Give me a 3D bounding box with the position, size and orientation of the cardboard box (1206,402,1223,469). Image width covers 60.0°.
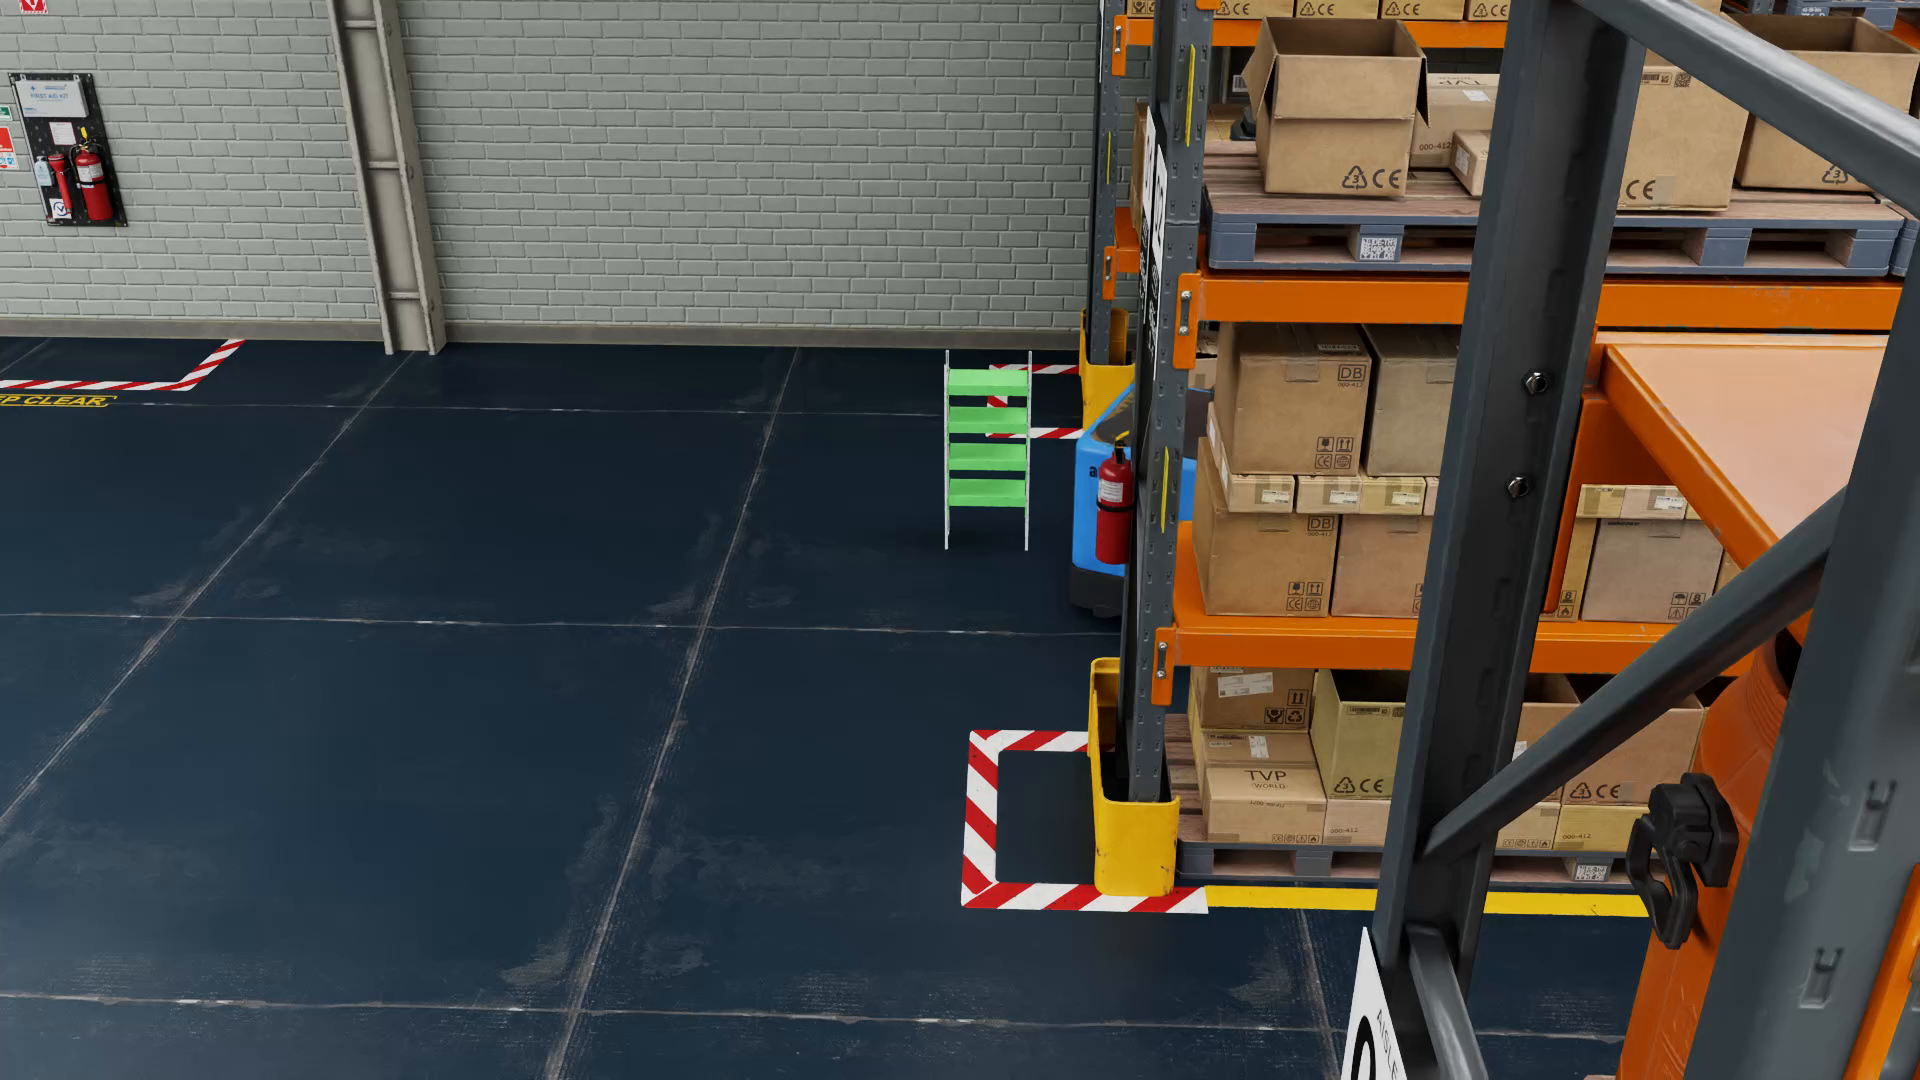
[{"bbox_3d":[1.202,-0.448,7.094,0.250,0.149,0.380,0,28,1],"label":"cardboard box"}]

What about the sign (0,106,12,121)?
[{"bbox_3d":[-7.295,-3.208,12.494,0.331,0.109,0.001,1,28,2],"label":"sign"}]

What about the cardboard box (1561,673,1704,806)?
[{"bbox_3d":[2.840,0.802,7.220,0.500,0.500,0.500,1,28,2],"label":"cardboard box"}]

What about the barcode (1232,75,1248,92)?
[{"bbox_3d":[1.132,-1.837,6.691,0.075,0.075,0.001,1,28,2],"label":"barcode"}]

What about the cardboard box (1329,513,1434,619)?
[{"bbox_3d":[1.804,-0.059,7.051,0.500,0.500,0.700,2,28,3],"label":"cardboard box"}]

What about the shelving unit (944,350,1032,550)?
[{"bbox_3d":[0.165,-0.527,9.964,0.503,1.200,0.258,1,28,2],"label":"shelving unit"}]

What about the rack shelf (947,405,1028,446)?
[{"bbox_3d":[0.165,-0.683,9.881,0.480,0.148,0.258,1,28,2],"label":"rack shelf"}]

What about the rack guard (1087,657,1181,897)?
[{"bbox_3d":[0.789,1.069,7.699,0.348,0.500,1.175,1,28,2],"label":"rack guard"}]

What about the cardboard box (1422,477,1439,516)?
[{"bbox_3d":[1.963,-0.245,6.710,0.250,0.149,0.380,1,28,1],"label":"cardboard box"}]

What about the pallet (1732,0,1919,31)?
[{"bbox_3d":[5.595,-3.469,10.590,1.003,0.211,1.213,1,28,2],"label":"pallet"}]

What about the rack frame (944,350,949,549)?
[{"bbox_3d":[-0.078,-0.531,9.971,0.015,1.200,0.240,1,28,2],"label":"rack frame"}]

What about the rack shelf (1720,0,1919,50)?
[{"bbox_3d":[6.981,-3.262,10.766,4.000,0.370,1.077,1,28,2],"label":"rack shelf"}]

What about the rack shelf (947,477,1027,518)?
[{"bbox_3d":[0.165,-0.259,10.106,0.480,0.148,0.258,1,28,2],"label":"rack shelf"}]

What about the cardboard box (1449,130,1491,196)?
[{"bbox_3d":[1.983,-1.394,6.145,0.250,0.149,0.380,1,28,2],"label":"cardboard box"}]

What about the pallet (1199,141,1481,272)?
[{"bbox_3d":[1.519,-1.297,6.386,1.213,0.211,1.003,1,28,2],"label":"pallet"}]

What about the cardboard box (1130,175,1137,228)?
[{"bbox_3d":[1.458,-2.379,11.674,0.500,0.250,0.500,1,28,3],"label":"cardboard box"}]

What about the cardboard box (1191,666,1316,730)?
[{"bbox_3d":[1.360,0.533,7.729,0.500,0.500,0.500,1,28,2],"label":"cardboard box"}]

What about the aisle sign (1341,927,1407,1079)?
[{"bbox_3d":[0.573,0.995,2.395,0.004,0.787,0.394,1,28,2],"label":"aisle sign"}]

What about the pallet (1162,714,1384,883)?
[{"bbox_3d":[1.579,1.190,7.779,1.213,0.211,1.003,1,28,2],"label":"pallet"}]

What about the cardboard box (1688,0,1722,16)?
[{"bbox_3d":[4.466,-3.558,10.429,0.500,0.500,0.500,2,28,3],"label":"cardboard box"}]

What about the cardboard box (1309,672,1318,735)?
[{"bbox_3d":[1.860,0.868,7.897,0.500,0.250,0.500,1,28,2],"label":"cardboard box"}]

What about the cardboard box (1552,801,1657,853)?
[{"bbox_3d":[2.840,1.133,7.397,0.500,0.250,0.500,1,28,2],"label":"cardboard box"}]

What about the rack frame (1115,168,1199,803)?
[{"bbox_3d":[0.813,-0.035,7.113,0.127,3.000,1.000,1,28,2],"label":"rack frame"}]

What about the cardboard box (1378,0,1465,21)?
[{"bbox_3d":[2.900,-3.578,10.466,0.500,0.500,0.500,3,28,5],"label":"cardboard box"}]

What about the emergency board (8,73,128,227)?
[{"bbox_3d":[-6.750,-2.905,12.527,0.643,1.169,0.194,1,28,2],"label":"emergency board"}]

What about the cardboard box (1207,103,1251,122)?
[{"bbox_3d":[1.966,-2.706,11.490,0.500,0.500,0.500,1,28,2],"label":"cardboard box"}]

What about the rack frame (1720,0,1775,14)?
[{"bbox_3d":[4.982,-2.287,11.362,0.127,3.000,1.000,1,28,2],"label":"rack frame"}]

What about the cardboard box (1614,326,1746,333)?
[{"bbox_3d":[2.862,-0.615,6.716,0.500,0.500,0.700,1,28,2],"label":"cardboard box"}]

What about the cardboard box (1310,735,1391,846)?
[{"bbox_3d":[1.841,1.114,7.433,0.500,0.250,0.500,1,28,2],"label":"cardboard box"}]

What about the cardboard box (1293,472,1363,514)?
[{"bbox_3d":[1.462,-0.255,6.729,0.250,0.149,0.380,0,28,0],"label":"cardboard box"}]

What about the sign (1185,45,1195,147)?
[{"bbox_3d":[0.788,-1.521,5.697,0.005,0.325,0.100,1,28,2],"label":"sign"}]

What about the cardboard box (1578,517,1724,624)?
[{"bbox_3d":[2.827,-0.041,7.017,0.500,0.500,0.700,2,28,3],"label":"cardboard box"}]

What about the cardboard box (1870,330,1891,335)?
[{"bbox_3d":[3.862,-0.598,6.683,0.500,0.500,0.700,1,28,2],"label":"cardboard box"}]

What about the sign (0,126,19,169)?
[{"bbox_3d":[-7.299,-2.978,12.626,0.234,0.329,0.001,1,28,2],"label":"sign"}]

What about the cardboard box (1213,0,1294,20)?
[{"bbox_3d":[1.845,-3.583,10.477,0.500,0.500,0.500,3,28,5],"label":"cardboard box"}]

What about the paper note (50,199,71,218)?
[{"bbox_3d":[-6.925,-2.551,12.799,0.142,0.148,0.016,1,28,2],"label":"paper note"}]

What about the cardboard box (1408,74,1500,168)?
[{"bbox_3d":[1.973,-1.645,6.511,0.500,0.250,0.500,1,28,2],"label":"cardboard box"}]

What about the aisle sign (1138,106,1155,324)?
[{"bbox_3d":[0.758,-1.322,6.765,0.004,0.787,0.394,1,28,2],"label":"aisle sign"}]

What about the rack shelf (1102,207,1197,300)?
[{"bbox_3d":[2.983,-2.002,11.593,4.000,0.370,1.077,1,28,2],"label":"rack shelf"}]

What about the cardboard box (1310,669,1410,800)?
[{"bbox_3d":[1.841,0.784,7.256,0.500,0.500,0.500,1,28,2],"label":"cardboard box"}]

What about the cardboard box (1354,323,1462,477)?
[{"bbox_3d":[1.858,-0.631,6.746,0.500,0.500,0.700,0,28,0],"label":"cardboard box"}]

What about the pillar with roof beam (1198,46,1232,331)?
[{"bbox_3d":[1.563,-3.382,7.022,0.400,9.000,9.100,1,28,2],"label":"pillar with roof beam"}]

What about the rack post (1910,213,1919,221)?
[{"bbox_3d":[1.386,-0.074,1.315,0.954,0.300,0.937,4,28,7],"label":"rack post"}]

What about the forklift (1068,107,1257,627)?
[{"bbox_3d":[2.178,-0.807,8.643,3.031,2.935,1.130,12,30,21],"label":"forklift"}]

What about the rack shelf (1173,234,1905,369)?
[{"bbox_3d":[2.812,-1.009,6.516,4.000,0.370,1.077,1,28,2],"label":"rack shelf"}]

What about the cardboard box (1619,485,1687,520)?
[{"bbox_3d":[2.734,-0.232,6.686,0.250,0.149,0.380,1,28,2],"label":"cardboard box"}]

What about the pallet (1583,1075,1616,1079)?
[{"bbox_3d":[1.458,1.102,1.968,1.213,0.211,1.003,1,28,2],"label":"pallet"}]

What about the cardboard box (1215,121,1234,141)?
[{"bbox_3d":[1.944,-2.466,11.037,0.500,0.500,0.500,1,28,2],"label":"cardboard box"}]

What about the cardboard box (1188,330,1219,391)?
[{"bbox_3d":[1.673,-1.306,11.912,0.500,0.311,0.500,-2,28,-4],"label":"cardboard box"}]
